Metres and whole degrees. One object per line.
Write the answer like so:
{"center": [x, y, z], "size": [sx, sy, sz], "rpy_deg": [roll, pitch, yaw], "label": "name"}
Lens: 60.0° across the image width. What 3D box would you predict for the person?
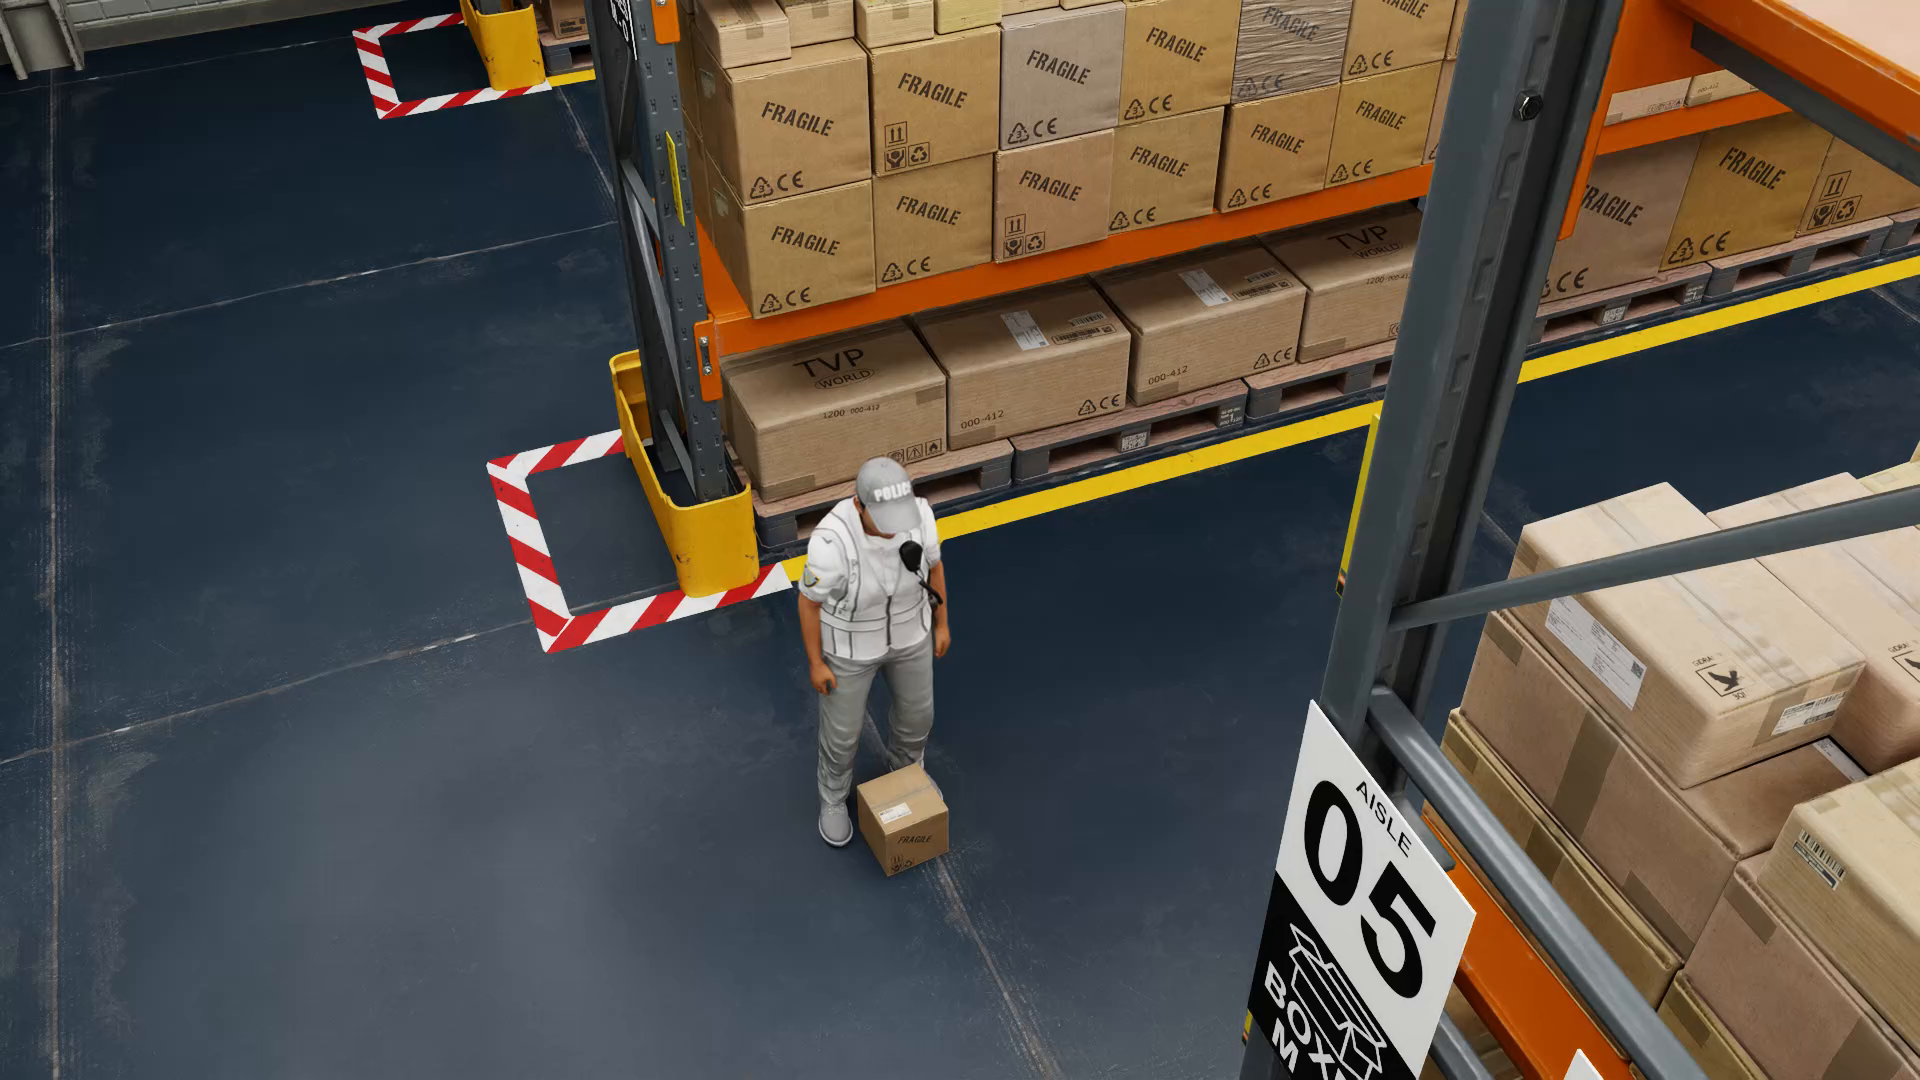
{"center": [-0.292, 0.360, 5.754], "size": [0.558, 1.667, 0.467], "rpy_deg": [-17, 45, -18], "label": "person"}
